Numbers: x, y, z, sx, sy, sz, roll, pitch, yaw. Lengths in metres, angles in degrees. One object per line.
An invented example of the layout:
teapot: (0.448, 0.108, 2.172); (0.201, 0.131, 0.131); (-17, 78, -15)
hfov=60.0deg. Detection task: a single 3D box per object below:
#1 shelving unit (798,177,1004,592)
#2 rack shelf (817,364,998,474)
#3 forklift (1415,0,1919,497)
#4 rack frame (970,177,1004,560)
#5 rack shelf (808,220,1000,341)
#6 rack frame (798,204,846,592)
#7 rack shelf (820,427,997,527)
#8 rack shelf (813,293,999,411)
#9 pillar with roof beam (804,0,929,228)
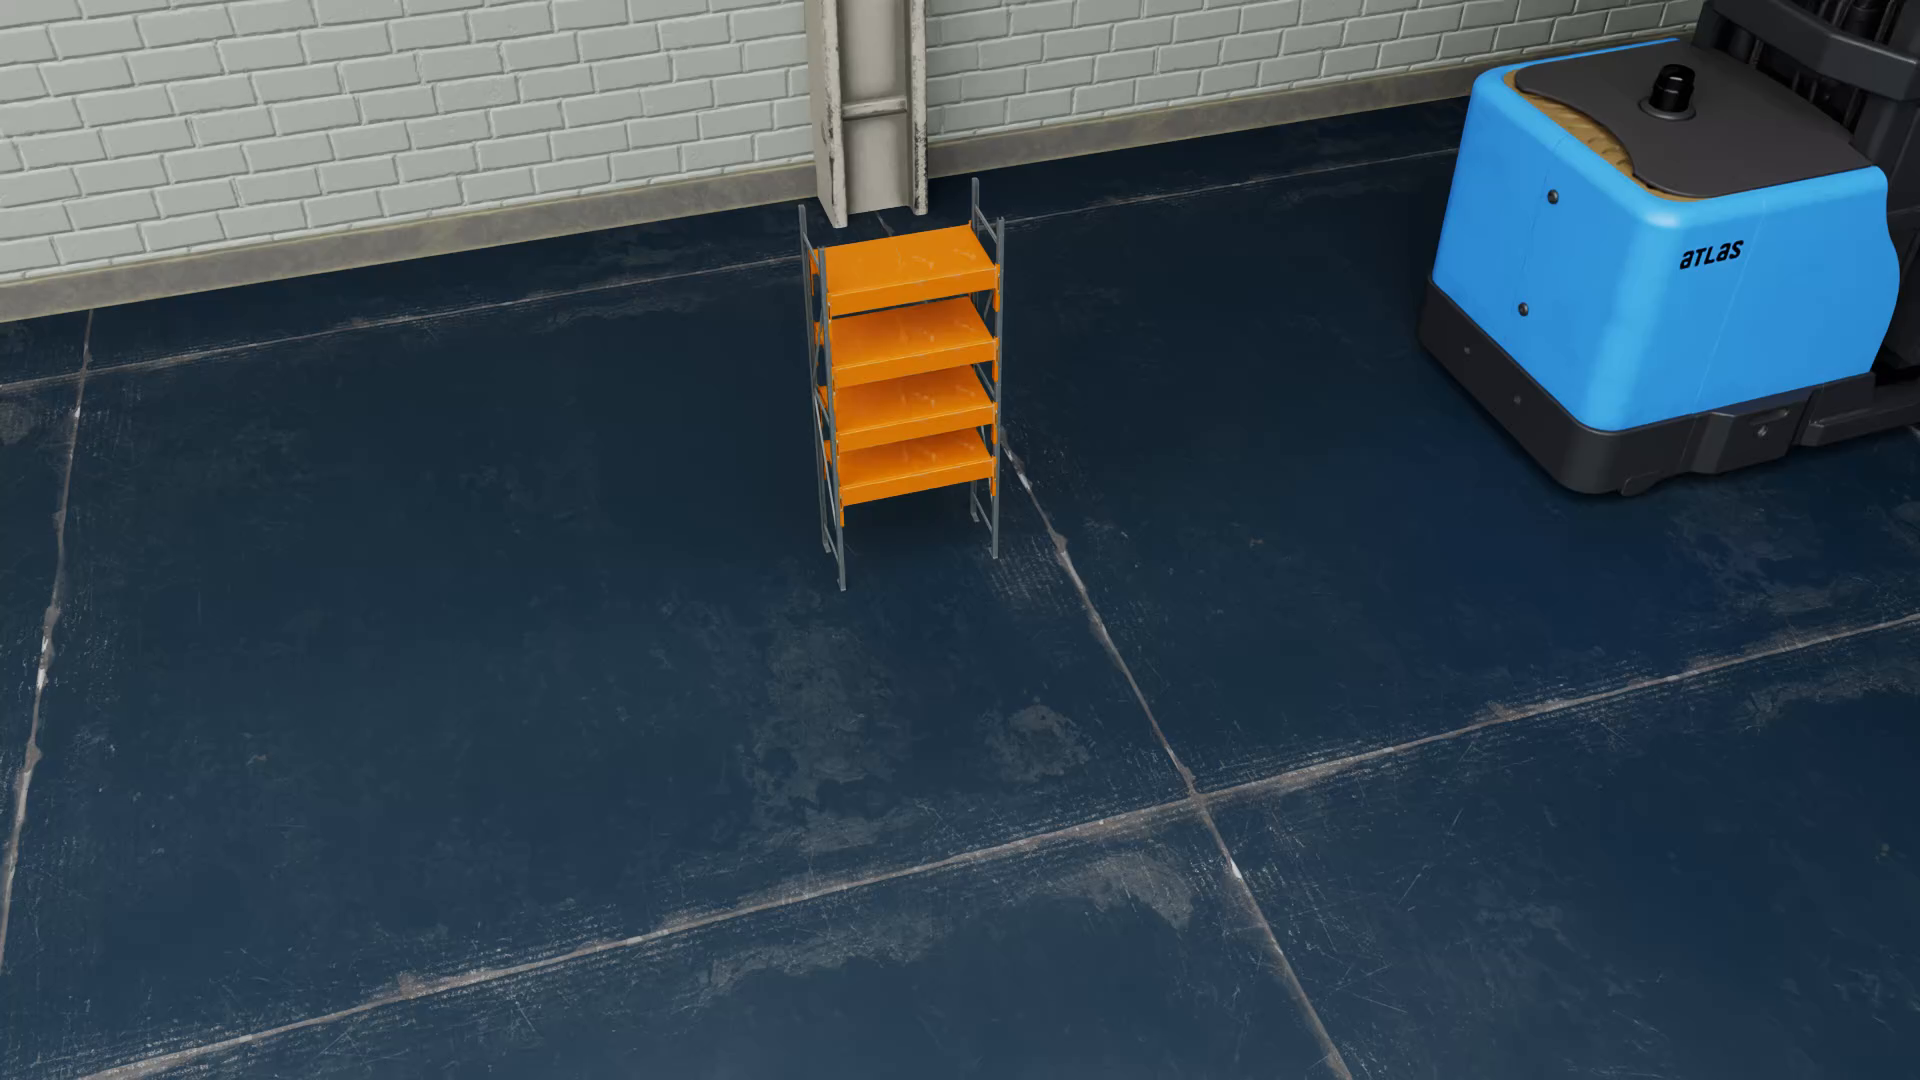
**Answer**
shelving unit: (-0.158, -0.419, 4.818); (0.503, 1.200, 0.258); (-12, 42, -13)
rack shelf: (-0.158, -0.368, 4.862); (0.480, 0.148, 0.258); (-12, 42, -13)
forklift: (3.213, -1.830, 5.117); (3.031, 2.935, 1.130); (-13, 43, -14)
rack frame: (0.075, -0.467, 4.873); (0.015, 1.200, 0.240); (-12, 42, -13)
rack shelf: (-0.158, -0.715, 4.559); (0.480, 0.148, 0.258); (-12, 42, -13)
rack frame: (-0.391, -0.371, 4.763); (0.015, 1.200, 0.240); (-12, 42, -13)
rack shelf: (-0.158, -0.219, 4.993); (0.480, 0.148, 0.258); (-12, 42, -13)
rack shelf: (-0.158, -0.537, 4.715); (0.480, 0.148, 0.258); (-12, 42, -13)
pillar with roof beam: (0.931, -2.075, 0.786); (0.400, 9.000, 9.100); (-12, 42, -13)
